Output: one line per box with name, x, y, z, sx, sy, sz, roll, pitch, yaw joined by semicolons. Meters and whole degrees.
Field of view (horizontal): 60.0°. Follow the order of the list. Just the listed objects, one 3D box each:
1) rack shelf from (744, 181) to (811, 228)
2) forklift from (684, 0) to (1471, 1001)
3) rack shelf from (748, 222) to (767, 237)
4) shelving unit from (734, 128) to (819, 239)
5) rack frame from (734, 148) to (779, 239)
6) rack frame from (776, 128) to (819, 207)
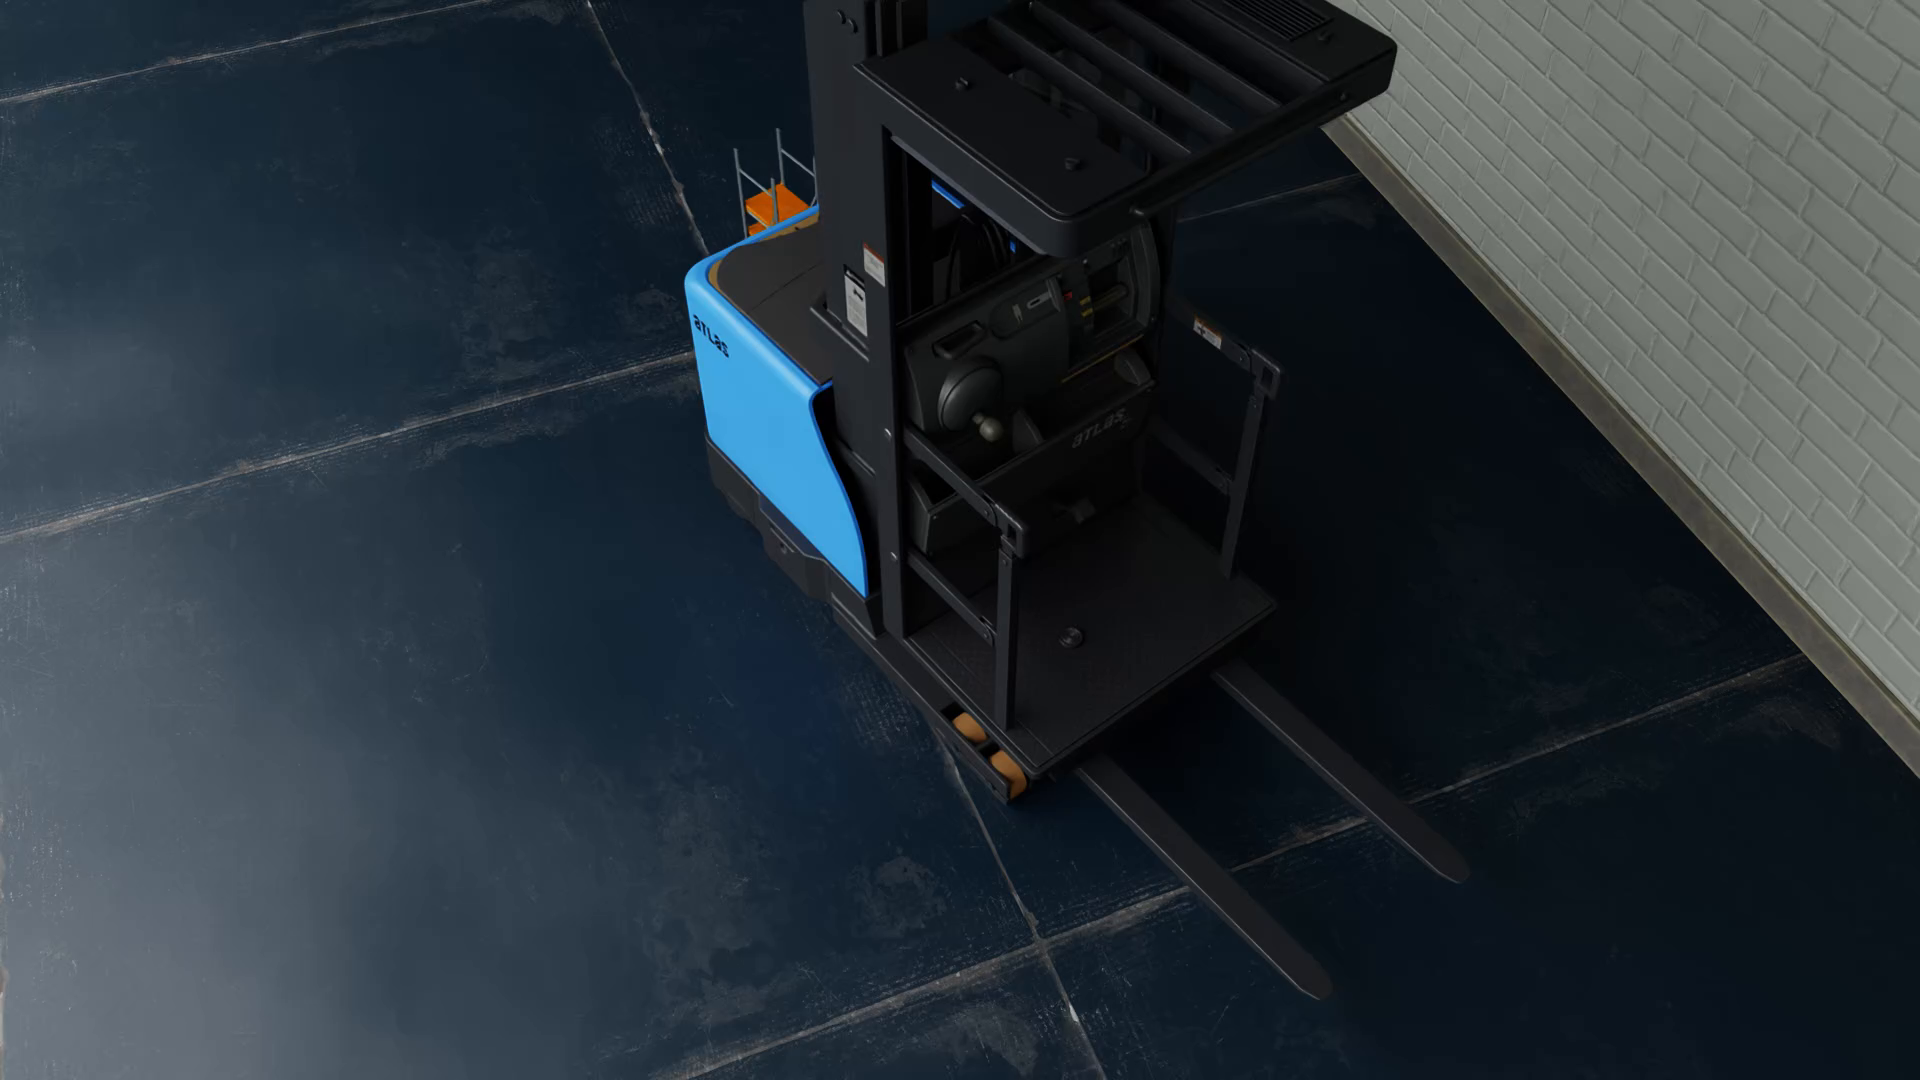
rack shelf;-0.648;-1.171;6.049;0.180;0.103;0.258;-33;57;-25
forklift;0.359;-0.529;4.772;1.130;2.935;3.031;-31;56;-24
rack shelf;-0.648;-1.093;6.140;0.180;0.103;0.258;-33;57;-25
shelving unit;-0.648;-0.965;6.288;0.189;1.200;0.258;-33;57;-25
rack frame;-0.718;-0.921;6.250;0.006;1.200;0.240;-33;57;-25
rack frame;-0.578;-1.010;6.326;0.006;1.200;0.240;-33;57;-25
